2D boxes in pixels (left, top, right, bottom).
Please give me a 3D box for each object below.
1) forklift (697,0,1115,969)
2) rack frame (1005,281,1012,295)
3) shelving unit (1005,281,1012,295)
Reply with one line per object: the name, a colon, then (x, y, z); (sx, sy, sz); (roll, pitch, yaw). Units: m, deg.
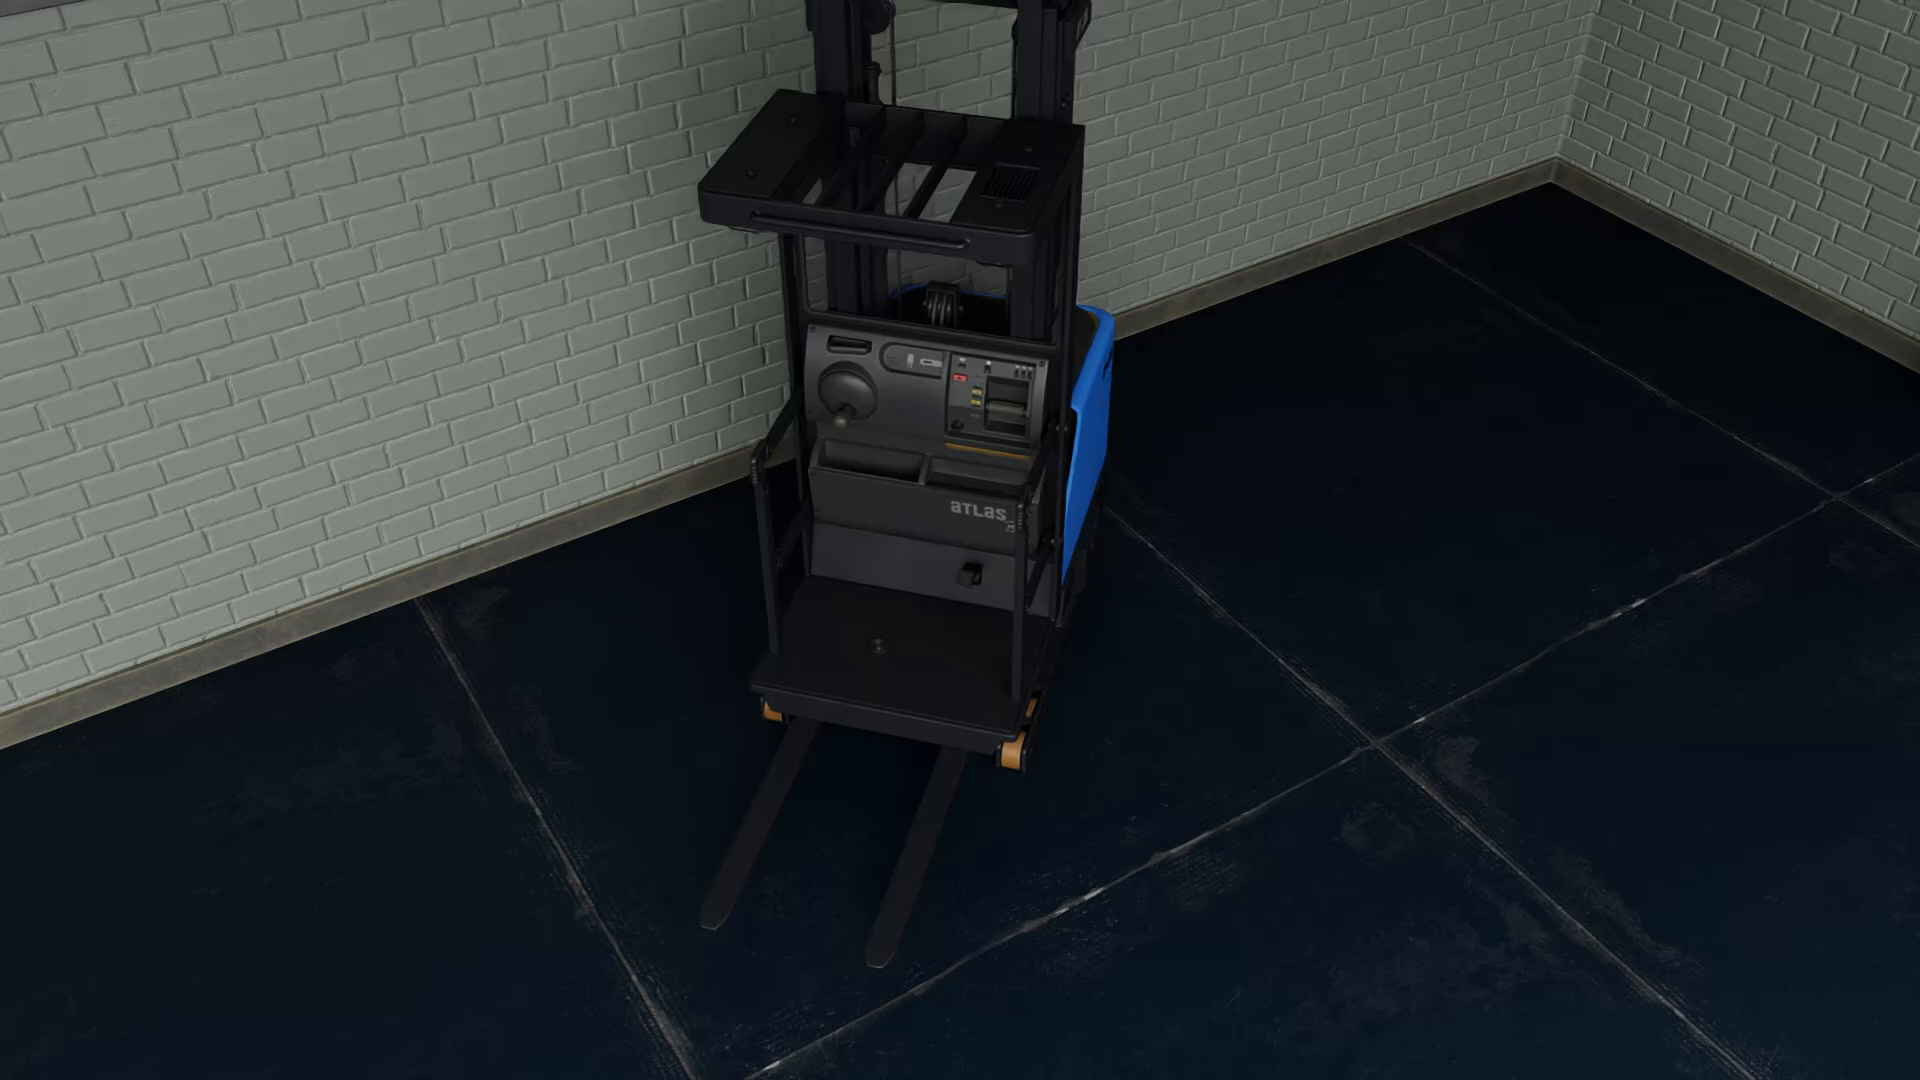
forklift: (-0.186, -0.489, 6.047); (1.130, 2.935, 3.031); (10, 41, 12)
rack frame: (0.144, -0.825, 8.037); (0.240, 0.900, 0.006); (-22, 44, -24)
shelving unit: (0.199, -0.772, 7.970); (0.258, 0.900, 0.210); (-22, 44, -24)
